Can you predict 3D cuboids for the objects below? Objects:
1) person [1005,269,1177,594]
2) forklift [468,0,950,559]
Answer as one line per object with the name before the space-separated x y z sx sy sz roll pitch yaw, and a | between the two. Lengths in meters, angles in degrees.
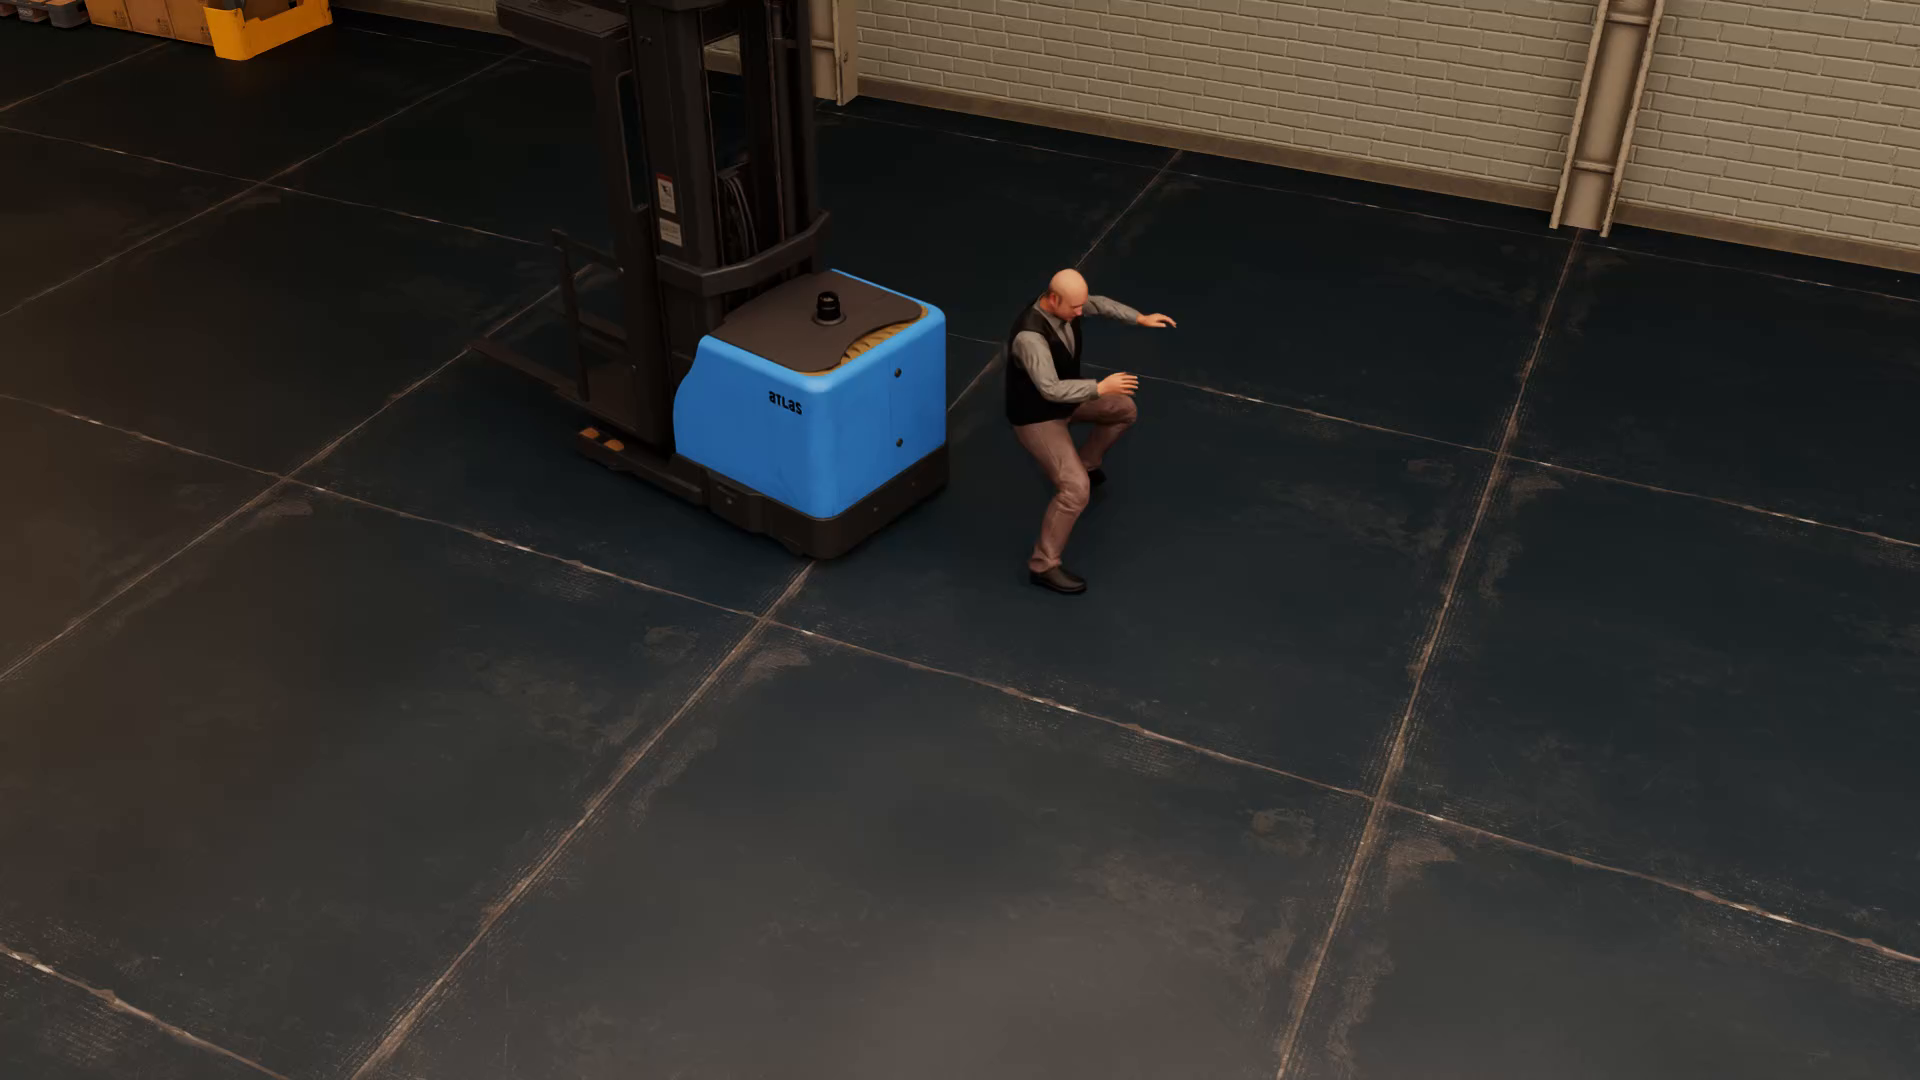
person | 0.575 -0.658 8.271 0.731 1.491 1.071 18 39 24
forklift | -1.529 -1.795 8.602 3.031 2.935 1.130 24 42 30
